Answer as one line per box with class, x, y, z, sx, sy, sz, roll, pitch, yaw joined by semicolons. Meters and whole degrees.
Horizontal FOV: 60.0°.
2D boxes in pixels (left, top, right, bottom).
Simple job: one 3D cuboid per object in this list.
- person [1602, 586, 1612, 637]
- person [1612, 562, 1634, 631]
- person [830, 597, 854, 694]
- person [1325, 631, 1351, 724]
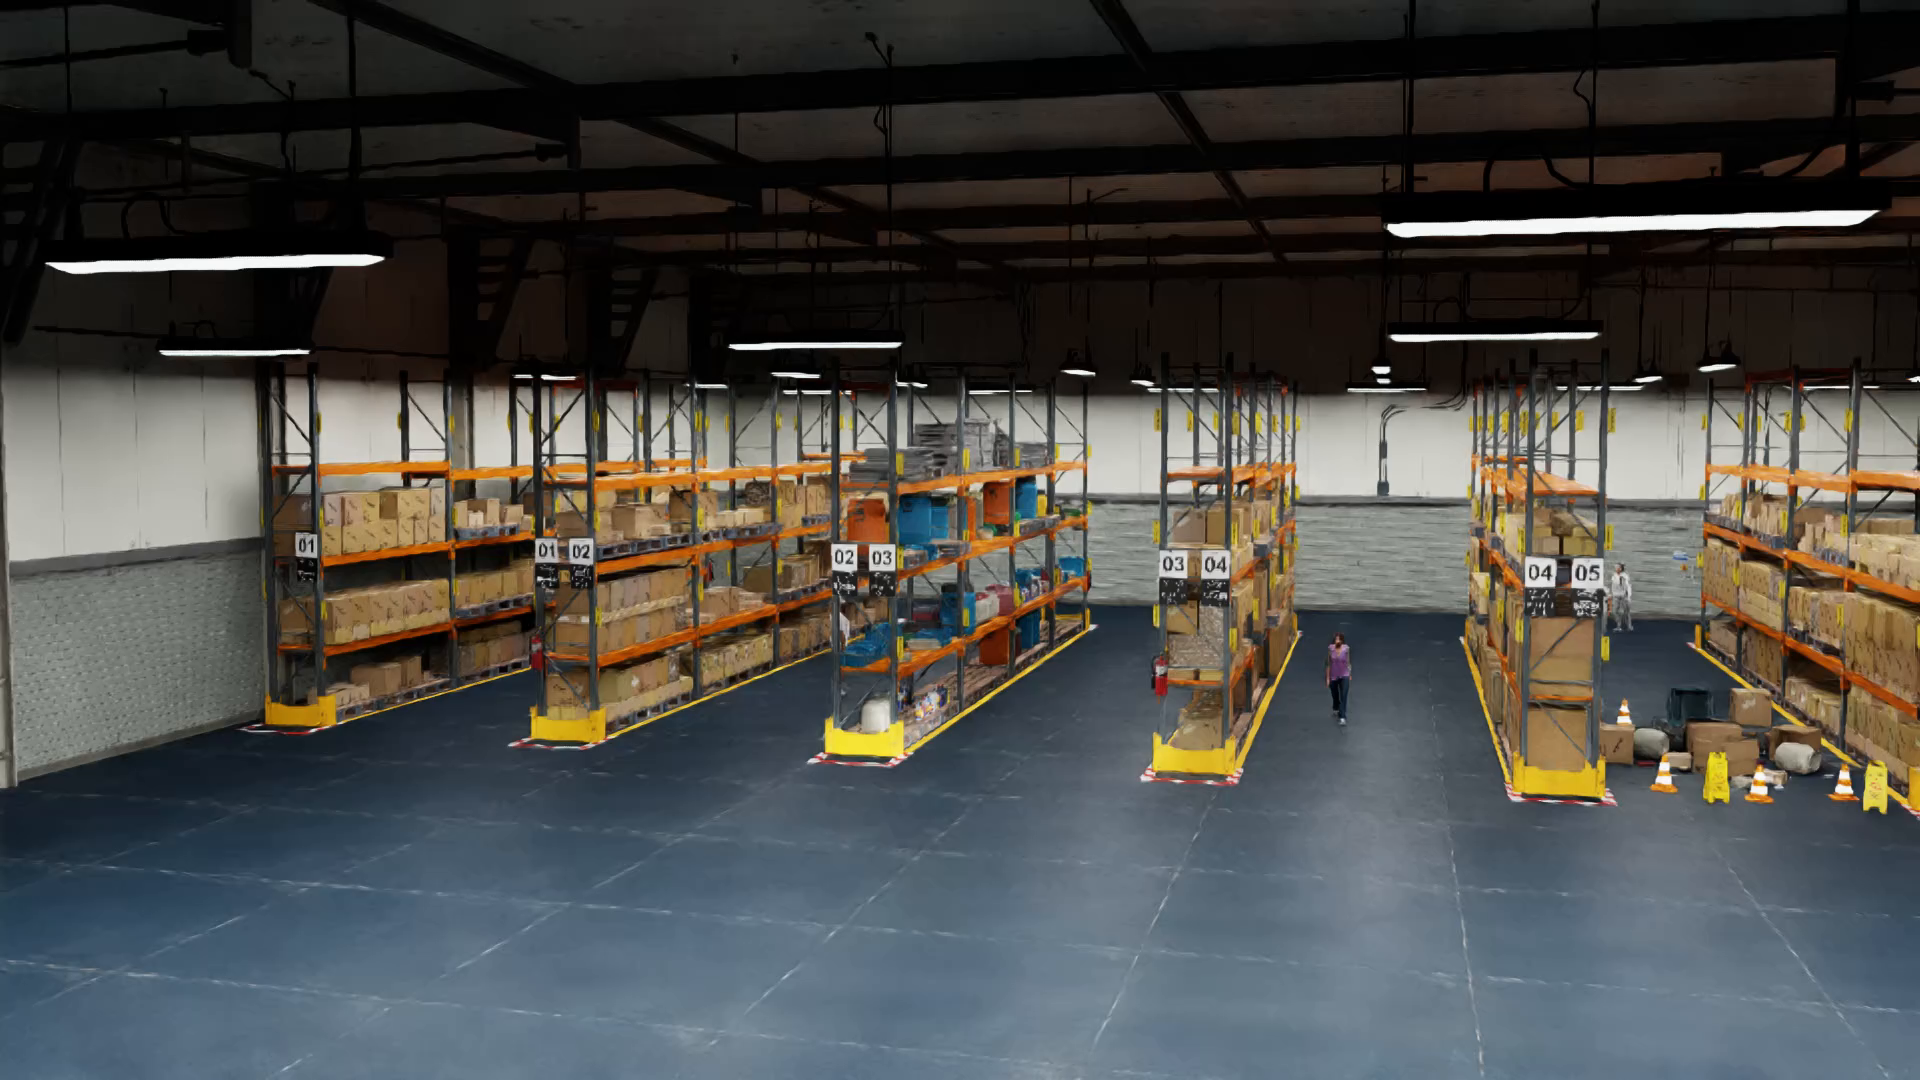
person;14.182;1.603;37.011;0.625;1.611;0.575;1;4;12
person;16.002;1.353;40.176;0.538;1.665;0.514;-3;5;-38
person;-2.177;1.937;30.823;0.453;1.762;0.632;-1;4;-15
person;6.319;2.273;27.822;0.417;1.517;1.036;1;4;17
